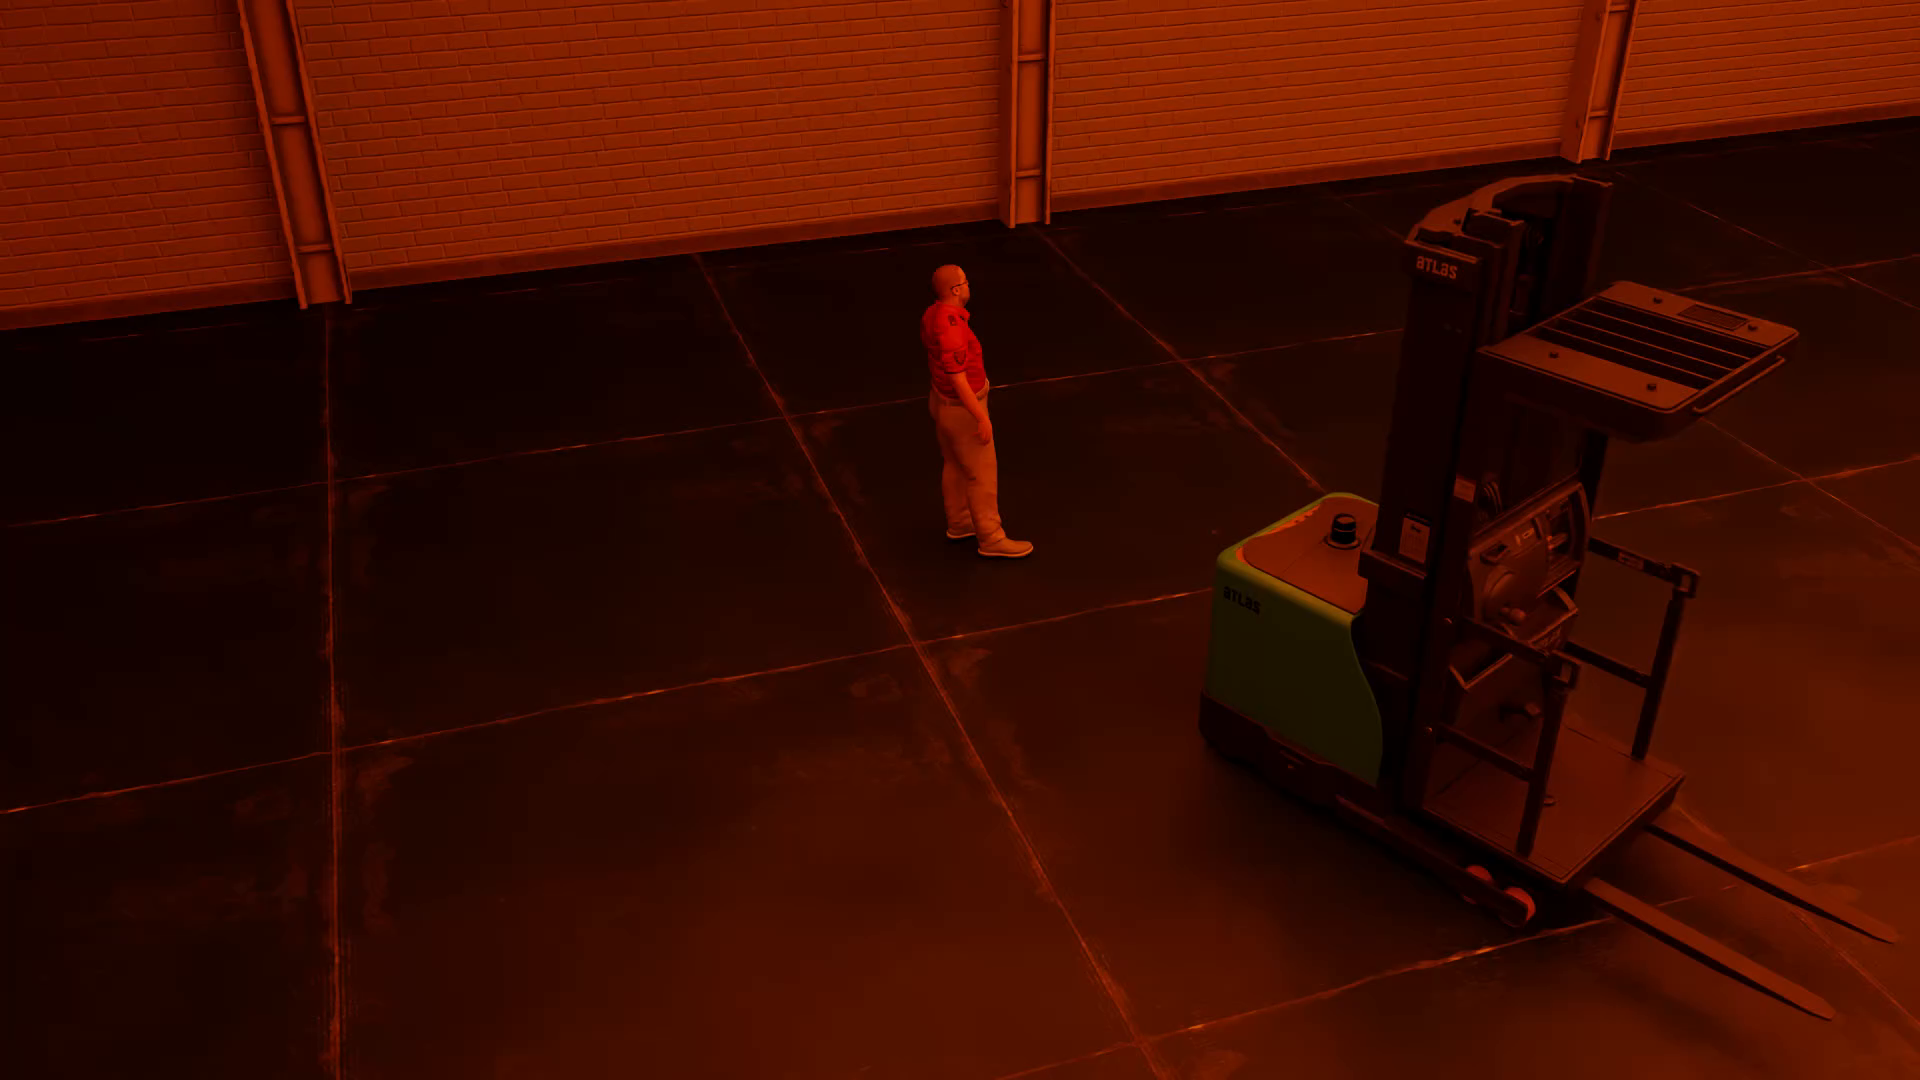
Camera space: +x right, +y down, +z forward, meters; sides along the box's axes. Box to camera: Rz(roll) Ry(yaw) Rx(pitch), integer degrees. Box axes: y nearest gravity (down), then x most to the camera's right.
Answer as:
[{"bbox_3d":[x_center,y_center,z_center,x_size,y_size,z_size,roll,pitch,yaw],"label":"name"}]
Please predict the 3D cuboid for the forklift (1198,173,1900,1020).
[{"bbox_3d":[2.554,0.099,6.916,1.130,2.935,3.031,-25,38,-36],"label":"forklift"}]

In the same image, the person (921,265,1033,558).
[{"bbox_3d":[0.089,-0.764,9.606,0.551,1.727,0.640,-10,31,-16],"label":"person"}]
